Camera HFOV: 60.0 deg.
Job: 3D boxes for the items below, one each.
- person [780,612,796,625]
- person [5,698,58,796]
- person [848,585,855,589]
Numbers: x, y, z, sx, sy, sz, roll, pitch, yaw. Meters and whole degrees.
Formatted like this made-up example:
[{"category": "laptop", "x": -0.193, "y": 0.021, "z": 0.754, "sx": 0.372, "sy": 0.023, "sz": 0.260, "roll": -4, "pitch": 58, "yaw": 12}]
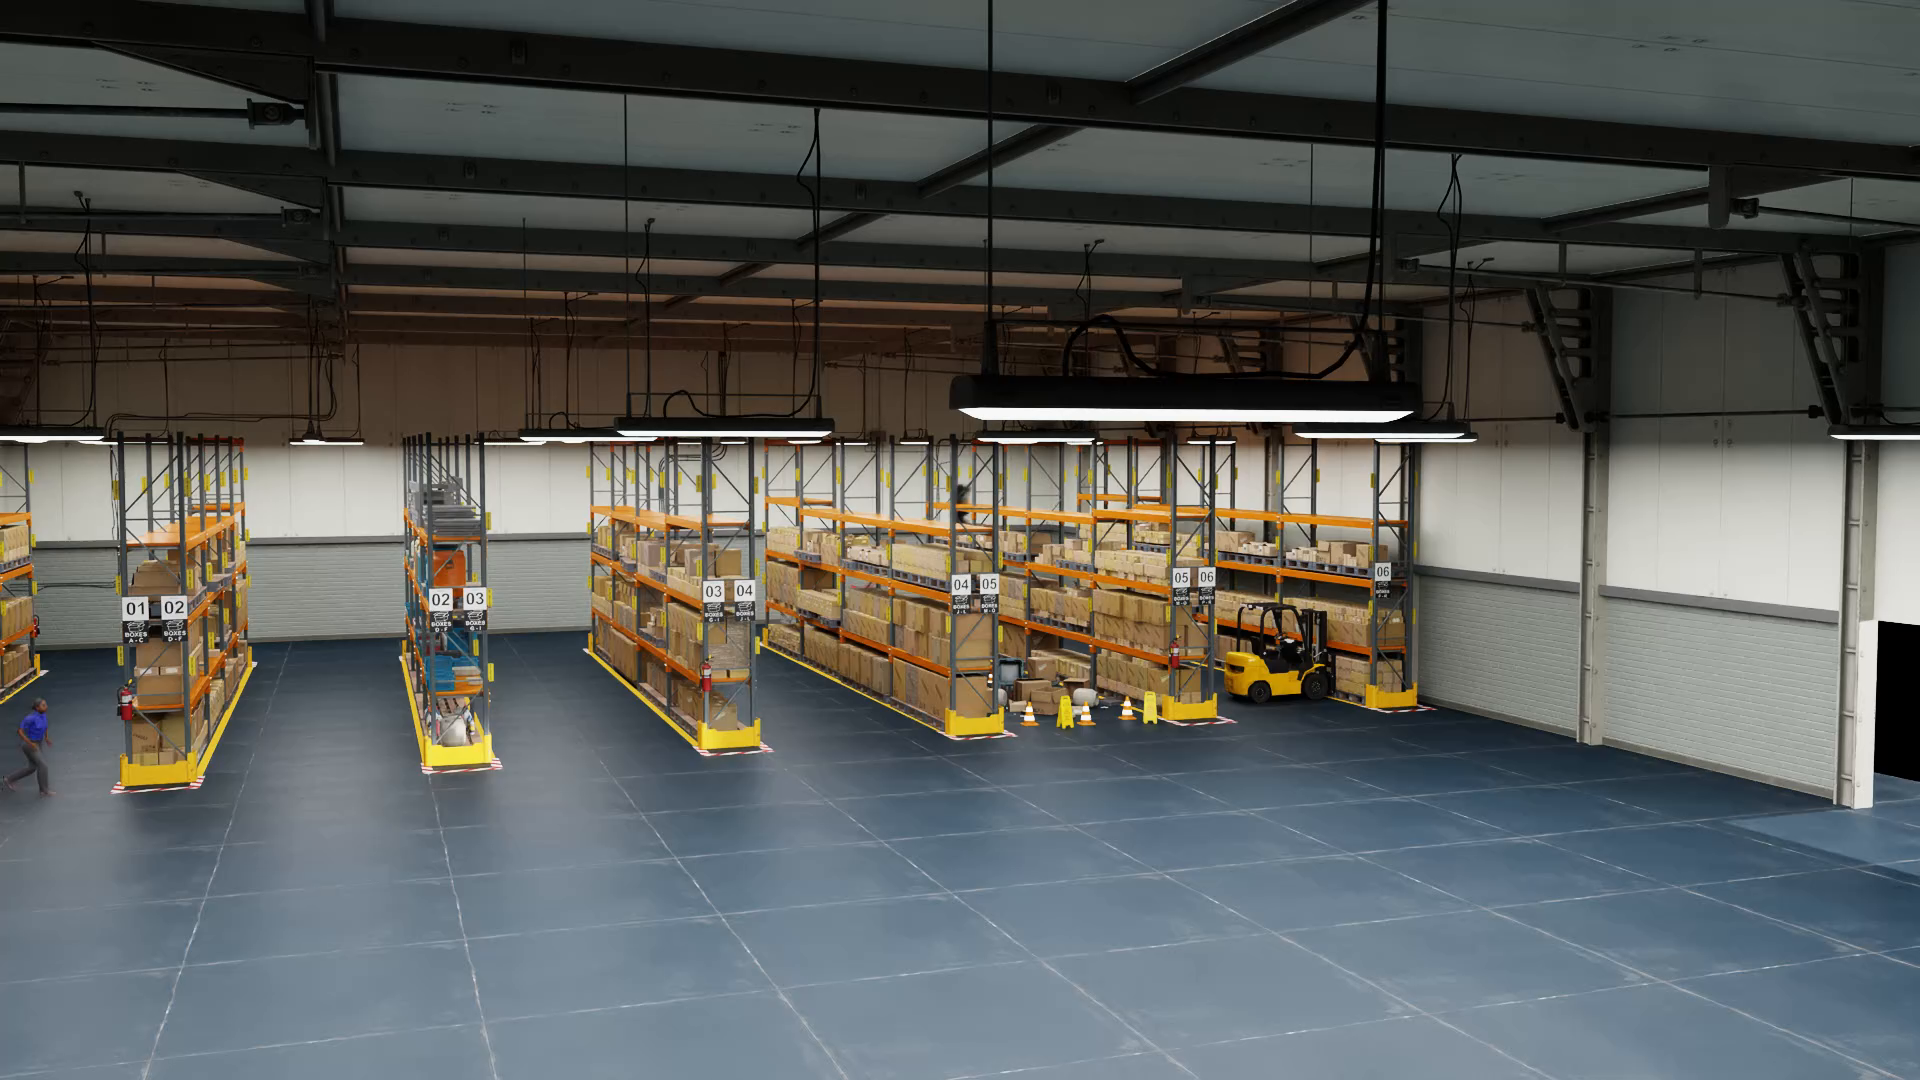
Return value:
[{"category": "person", "x": -5.189, "y": 2.070, "z": 49.768, "sx": 0.776, "sy": 1.752, "sz": 0.781, "roll": 1, "pitch": 3, "yaw": 10}, {"category": "person", "x": -15.315, "y": 3.426, "z": 27.340, "sx": 0.833, "sy": 1.630, "sz": 0.603, "roll": 0, "pitch": 3, "yaw": 3}, {"category": "person", "x": -3.105, "y": 2.170, "z": 47.655, "sx": 0.675, "sy": 1.764, "sz": 1.000, "roll": -1, "pitch": 3, "yaw": -25}]
